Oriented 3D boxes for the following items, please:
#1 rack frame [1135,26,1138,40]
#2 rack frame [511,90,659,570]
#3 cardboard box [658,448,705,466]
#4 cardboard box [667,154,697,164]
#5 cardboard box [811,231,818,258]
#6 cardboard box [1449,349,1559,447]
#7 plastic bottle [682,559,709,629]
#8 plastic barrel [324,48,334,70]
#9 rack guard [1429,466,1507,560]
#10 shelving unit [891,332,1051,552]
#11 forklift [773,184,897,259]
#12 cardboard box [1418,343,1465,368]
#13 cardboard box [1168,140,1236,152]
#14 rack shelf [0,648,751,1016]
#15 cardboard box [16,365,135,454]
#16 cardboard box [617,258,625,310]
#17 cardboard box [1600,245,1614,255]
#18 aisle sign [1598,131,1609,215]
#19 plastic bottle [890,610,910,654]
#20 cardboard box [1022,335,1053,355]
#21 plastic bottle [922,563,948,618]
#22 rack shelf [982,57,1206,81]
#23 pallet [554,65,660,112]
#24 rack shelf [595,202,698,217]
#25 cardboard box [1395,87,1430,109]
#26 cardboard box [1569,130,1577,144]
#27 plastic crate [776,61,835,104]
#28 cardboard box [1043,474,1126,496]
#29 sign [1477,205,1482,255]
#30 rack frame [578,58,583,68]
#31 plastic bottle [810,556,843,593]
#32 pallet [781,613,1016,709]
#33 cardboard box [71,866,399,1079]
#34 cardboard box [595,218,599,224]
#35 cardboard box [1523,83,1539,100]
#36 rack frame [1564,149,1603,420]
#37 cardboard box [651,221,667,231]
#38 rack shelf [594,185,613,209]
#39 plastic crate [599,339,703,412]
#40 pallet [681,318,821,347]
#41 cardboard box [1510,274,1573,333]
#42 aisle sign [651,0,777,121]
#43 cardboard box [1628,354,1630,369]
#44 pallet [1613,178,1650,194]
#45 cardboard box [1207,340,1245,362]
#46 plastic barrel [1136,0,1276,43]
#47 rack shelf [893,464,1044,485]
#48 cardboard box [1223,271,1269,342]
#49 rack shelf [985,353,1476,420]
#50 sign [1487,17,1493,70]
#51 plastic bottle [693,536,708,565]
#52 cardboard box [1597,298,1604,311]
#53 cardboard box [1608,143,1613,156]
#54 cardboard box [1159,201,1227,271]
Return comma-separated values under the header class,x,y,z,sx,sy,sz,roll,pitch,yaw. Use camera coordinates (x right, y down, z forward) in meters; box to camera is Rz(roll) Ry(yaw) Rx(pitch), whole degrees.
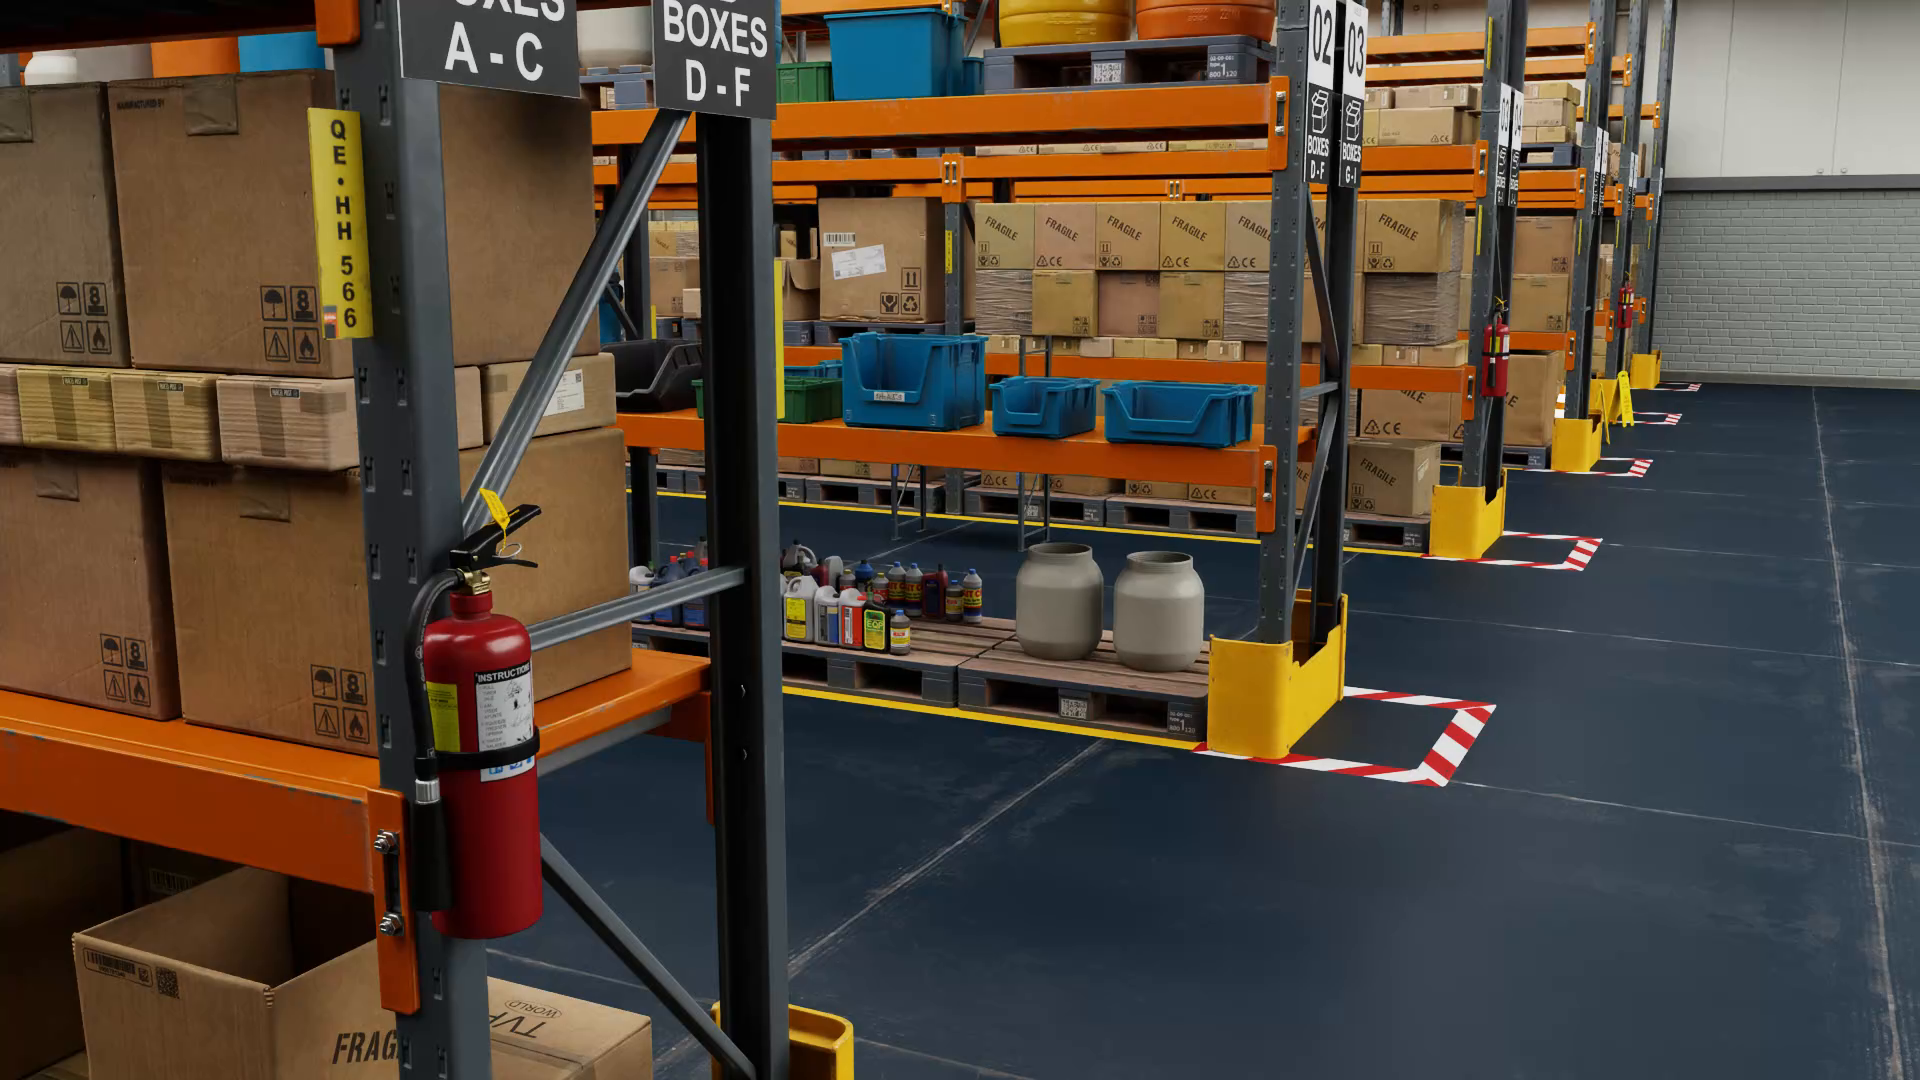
class,x,y,z,sx,sy,sz,roll,pitch,yaw
rack frame,3.147,-7.396,27.827,0.127,3.000,1.000,5,11,26
rack frame,-2.035,-0.962,9.122,0.127,3.000,1.000,5,11,26
cardboard box,-2.318,-0.963,14.913,0.500,0.500,0.700,4,11,21
cardboard box,-2.196,-3.313,14.112,0.500,0.250,0.500,5,12,27
cardboard box,-1.897,-4.391,24.980,0.500,0.500,0.500,5,11,25
cardboard box,5.392,-1.426,16.473,0.875,0.875,0.875,5,11,26
plastic bottle,-1.325,0.270,8.519,0.185,0.351,0.144,4,11,23
plastic barrel,-3.173,-2.741,9.125,0.600,0.901,0.600,0,10,0
rack guard,3.676,-0.214,12.007,0.348,0.500,1.175,5,11,26
shelving unit,0.077,-0.731,12.060,1.048,1.500,0.538,5,11,26
forklift,-1.453,-2.156,15.913,3.031,2.935,1.130,5,11,25
cardboard box,3.397,-1.303,11.715,0.250,0.149,0.380,5,11,26
cardboard box,1.841,-2.957,12.143,0.500,0.250,0.500,5,11,25
rack shelf,-2.436,0.341,3.946,4.000,0.370,1.077,5,11,26
cardboard box,-1.534,-0.264,3.166,0.250,0.149,0.380,5,11,25
cardboard box,-2.928,-2.288,14.988,0.500,0.500,0.500,4,11,19
cardboard box,9.672,-4.337,24.835,0.250,0.149,0.380,5,11,26
aisle sign,6.225,-3.543,16.086,0.004,0.787,0.394,5,11,26
plastic bottle,-0.289,0.439,8.003,0.097,0.201,0.097,0,10,0
cardboard box,0.671,-1.527,12.951,0.250,0.149,0.380,5,11,26
plastic bottle,-0.131,0.260,8.762,0.133,0.283,0.061,5,12,27
rack shelf,0.648,-5.096,18.262,4.000,0.370,1.077,5,11,26
pallet,-1.345,-2.304,8.644,1.003,0.211,1.213,5,11,26
rack shelf,-4.426,-5.246,26.388,4.000,0.370,1.077,5,11,26
cardboard box,3.175,-3.047,11.524,0.250,0.149,0.380,5,11,24
cardboard box,5.864,-3.908,16.225,0.250,0.149,0.380,5,11,26
plastic crate,-0.740,-2.166,7.946,0.450,0.188,0.336,5,11,26
cardboard box,1.015,-0.648,13.226,0.500,0.500,0.500,10,14,44
sign,3.480,-2.076,11.139,0.005,0.325,0.100,5,11,26
rack frame,-6.220,-7.233,26.928,0.127,3.000,1.000,5,11,26
plastic bottle,-0.724,0.221,9.001,0.135,0.276,0.152,5,12,27
pallet,-0.353,0.566,8.511,1.213,0.211,1.003,5,11,26
cardboard box,-1.255,0.927,3.122,0.500,0.500,0.500,5,11,26
cardboard box,-5.029,-3.929,21.596,0.500,0.500,0.500,5,12,27
cardboard box,5.354,-4.215,15.679,0.250,0.149,0.380,5,11,26
rack frame,6.029,-2.222,16.084,0.127,3.000,1.000,5,11,26
cardboard box,-4.652,-4.940,26.195,0.250,0.149,0.380,5,11,24
rack shelf,-5.224,-3.348,15.902,4.000,0.370,1.077,5,11,26
plastic crate,-1.622,-0.870,8.787,0.504,0.338,0.767,5,11,26
pallet,-1.637,-1.824,14.425,1.213,0.211,1.003,5,11,26
cardboard box,5.676,-2.318,16.192,0.550,0.550,0.875,5,11,26
aisle sign,-0.448,-1.179,3.021,0.004,0.787,0.394,5,11,26
cardboard box,9.968,-2.737,25.472,0.500,0.250,0.500,5,11,26
pallet,9.699,-5.306,24.949,1.213,0.211,1.003,5,11,26
cardboard box,2.005,-1.405,12.276,0.250,0.149,0.380,5,11,26
plastic barrel,1.060,-2.559,7.137,0.708,0.830,0.600,5,11,26
rack shelf,0.077,-0.554,12.092,1.000,0.185,0.538,5,11,26
cardboard box,2.332,-1.747,12.347,0.500,0.500,0.875,5,11,26
rack shelf,1.950,-1.241,12.686,4.000,0.370,1.077,5,11,26
sign,3.480,-3.262,10.924,0.005,0.325,0.100,5,11,26
plastic bottle,-1.394,0.153,9.165,0.185,0.351,0.144,5,11,26
cardboard box,7.916,-2.957,20.849,0.250,0.149,0.380,5,11,26
cardboard box,7.900,-4.826,20.515,0.250,0.149,0.380,5,11,25
cardboard box,1.798,-2.248,12.305,0.500,0.500,0.500,5,11,26
